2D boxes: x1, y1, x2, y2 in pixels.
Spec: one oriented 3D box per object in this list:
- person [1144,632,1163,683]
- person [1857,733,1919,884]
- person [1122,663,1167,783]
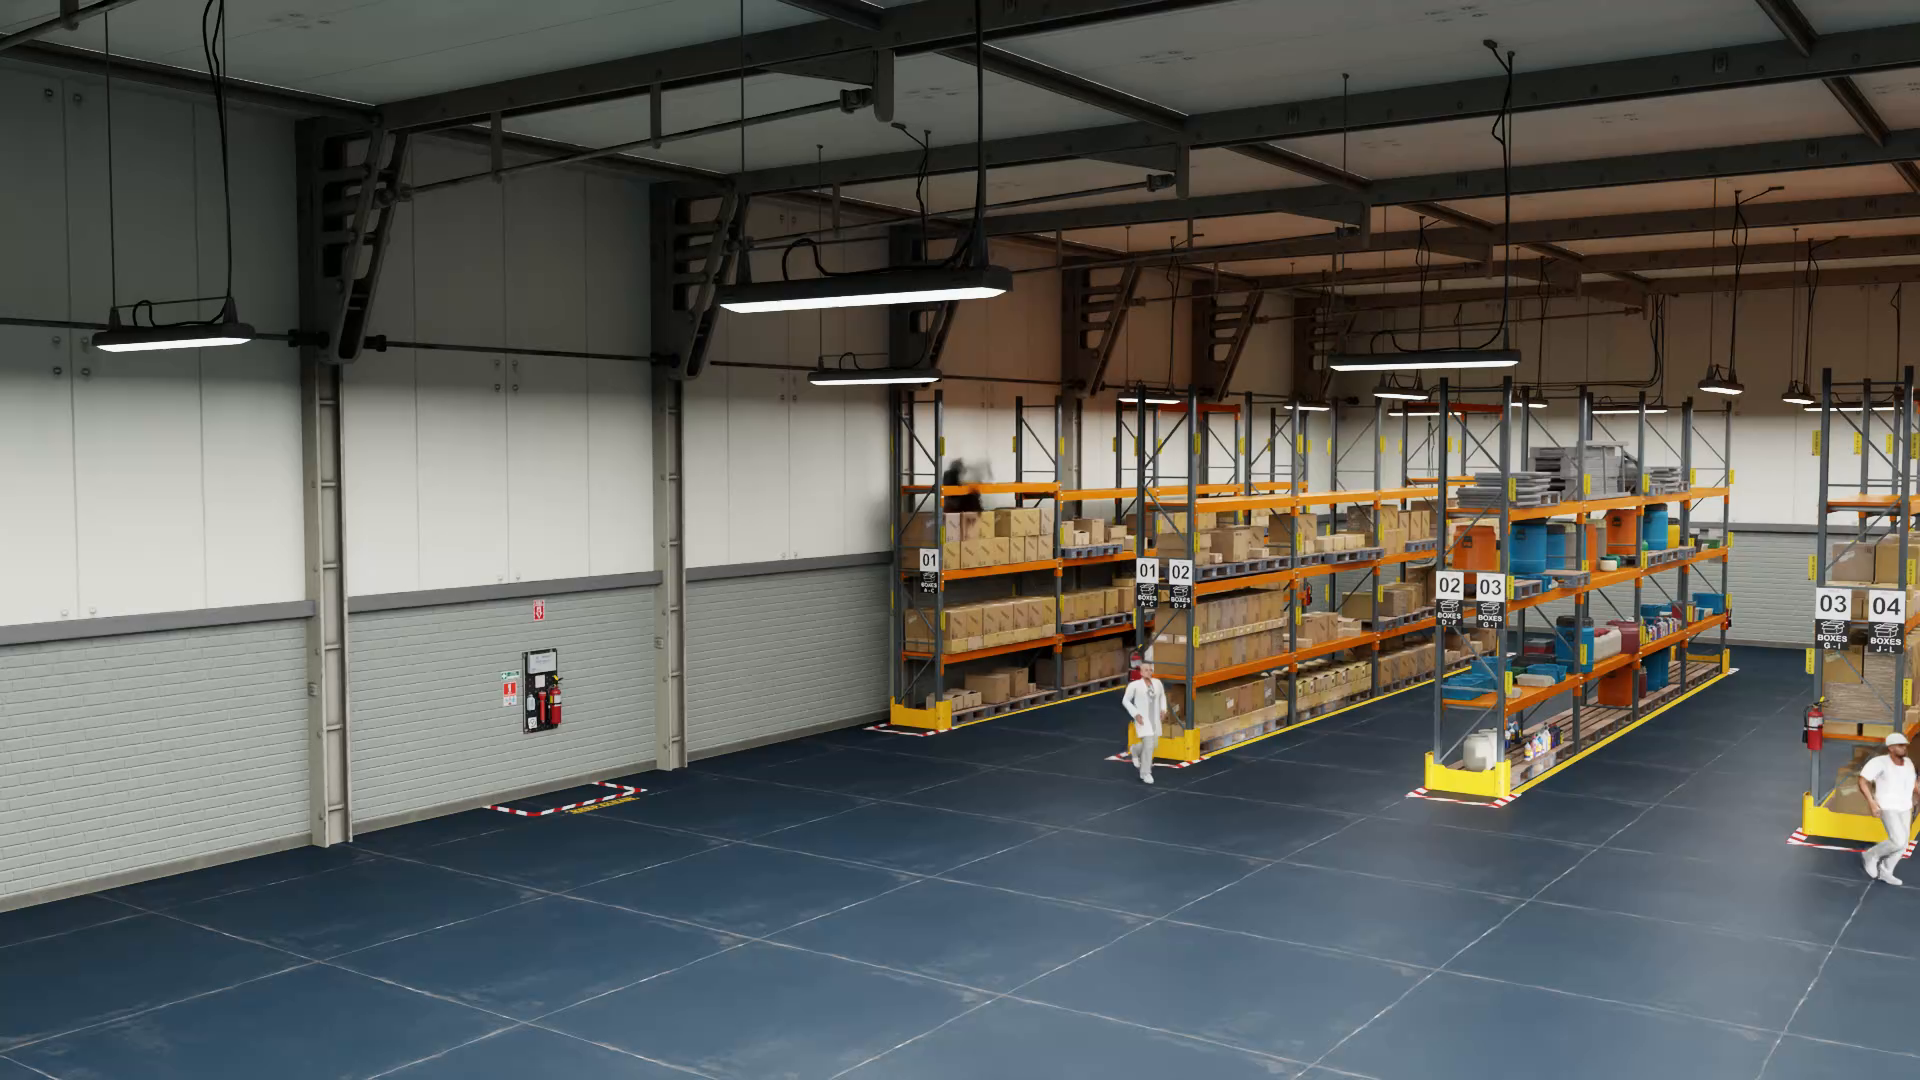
[{"bbox_3d":[3.516,2.476,30.018,0.631,1.659,0.729,1,3,22],"label":"person"},{"bbox_3d":[10.695,3.066,19.013,0.712,1.731,0.574,-1,3,-18],"label":"person"},{"bbox_3d":[2.766,2.728,25.067,0.727,1.775,0.744,-1,4,-24],"label":"person"}]
